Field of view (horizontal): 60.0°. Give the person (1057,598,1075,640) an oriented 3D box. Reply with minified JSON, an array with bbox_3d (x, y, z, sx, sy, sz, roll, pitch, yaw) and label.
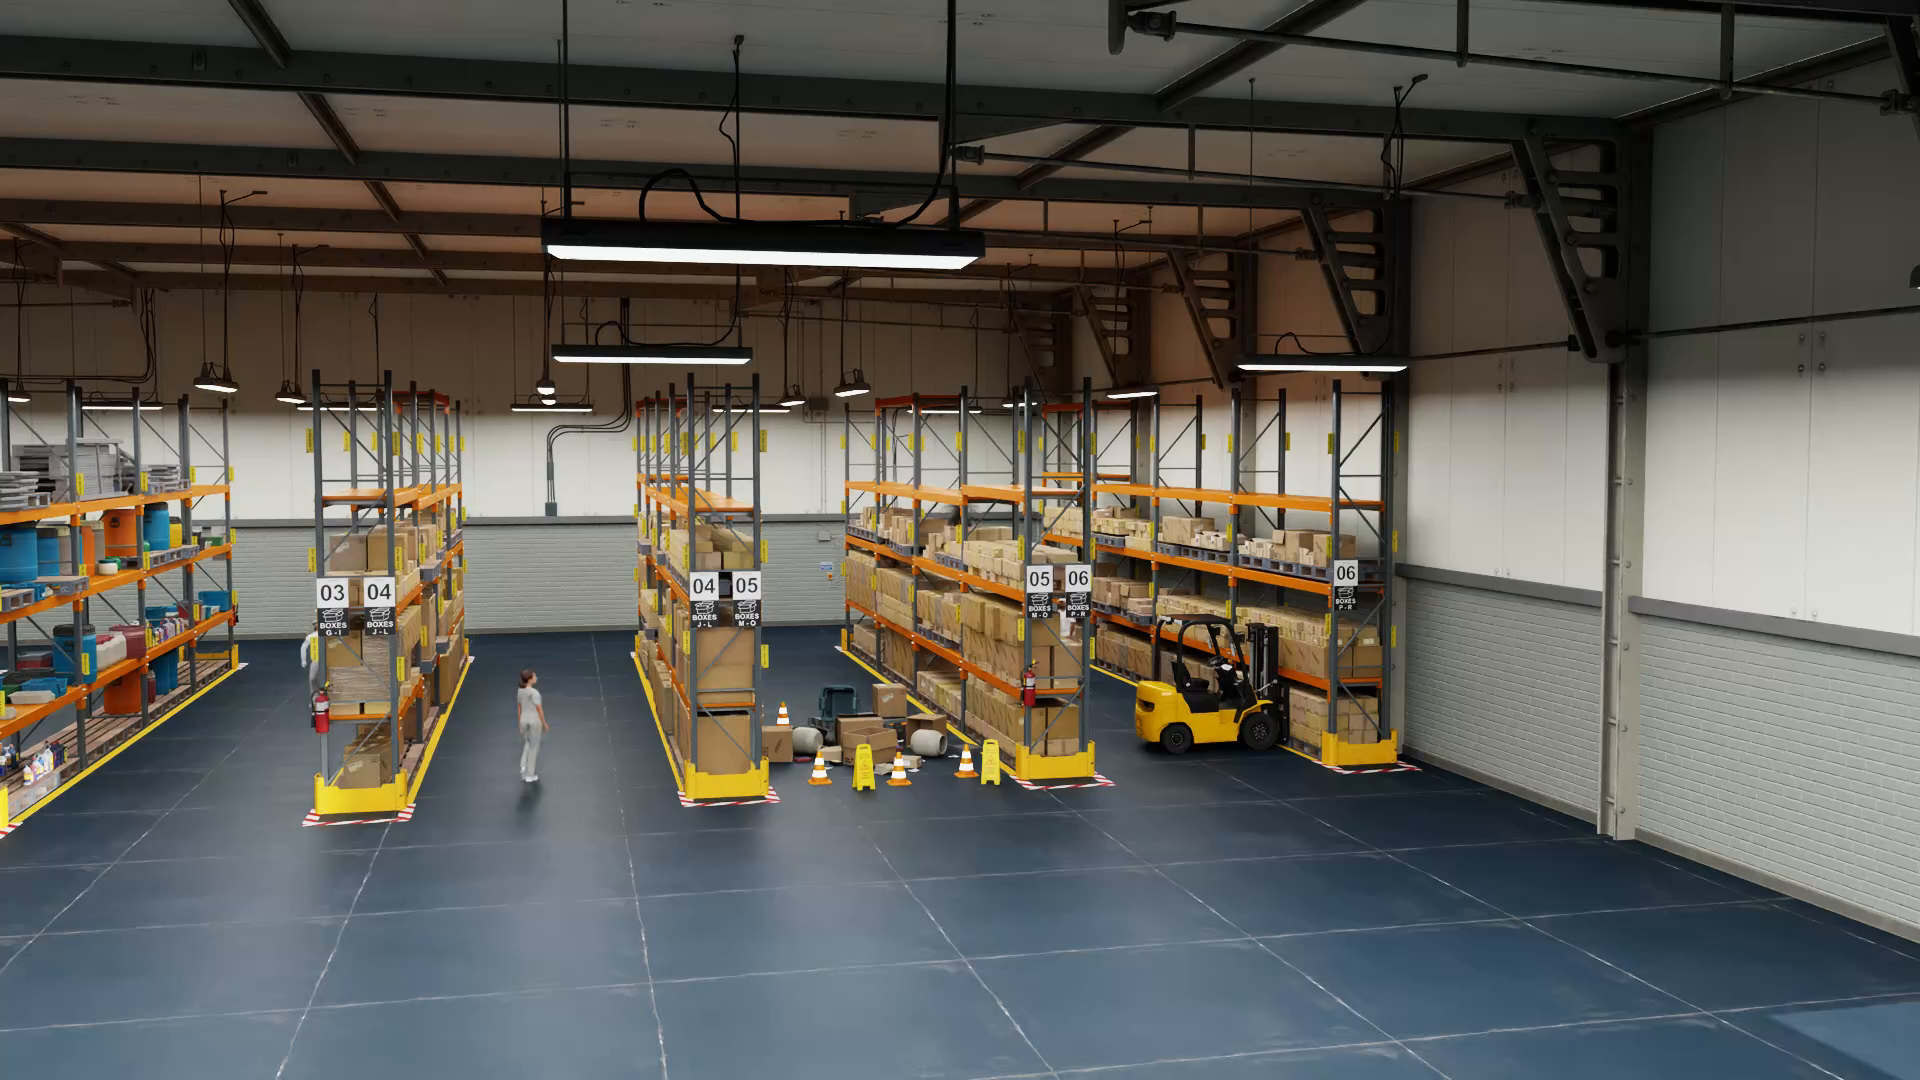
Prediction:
[{"bbox_3d":[2.239,2.059,35.538,0.378,1.763,0.612,-1,4,-21],"label":"person"}]

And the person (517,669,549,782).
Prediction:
[{"bbox_3d":[-6.327,2.737,24.631,0.470,1.677,0.444,1,3,18],"label":"person"}]

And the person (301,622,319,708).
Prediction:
[{"bbox_3d":[-12.296,2.346,31.980,0.694,1.670,0.947,-1,3,-10],"label":"person"}]
